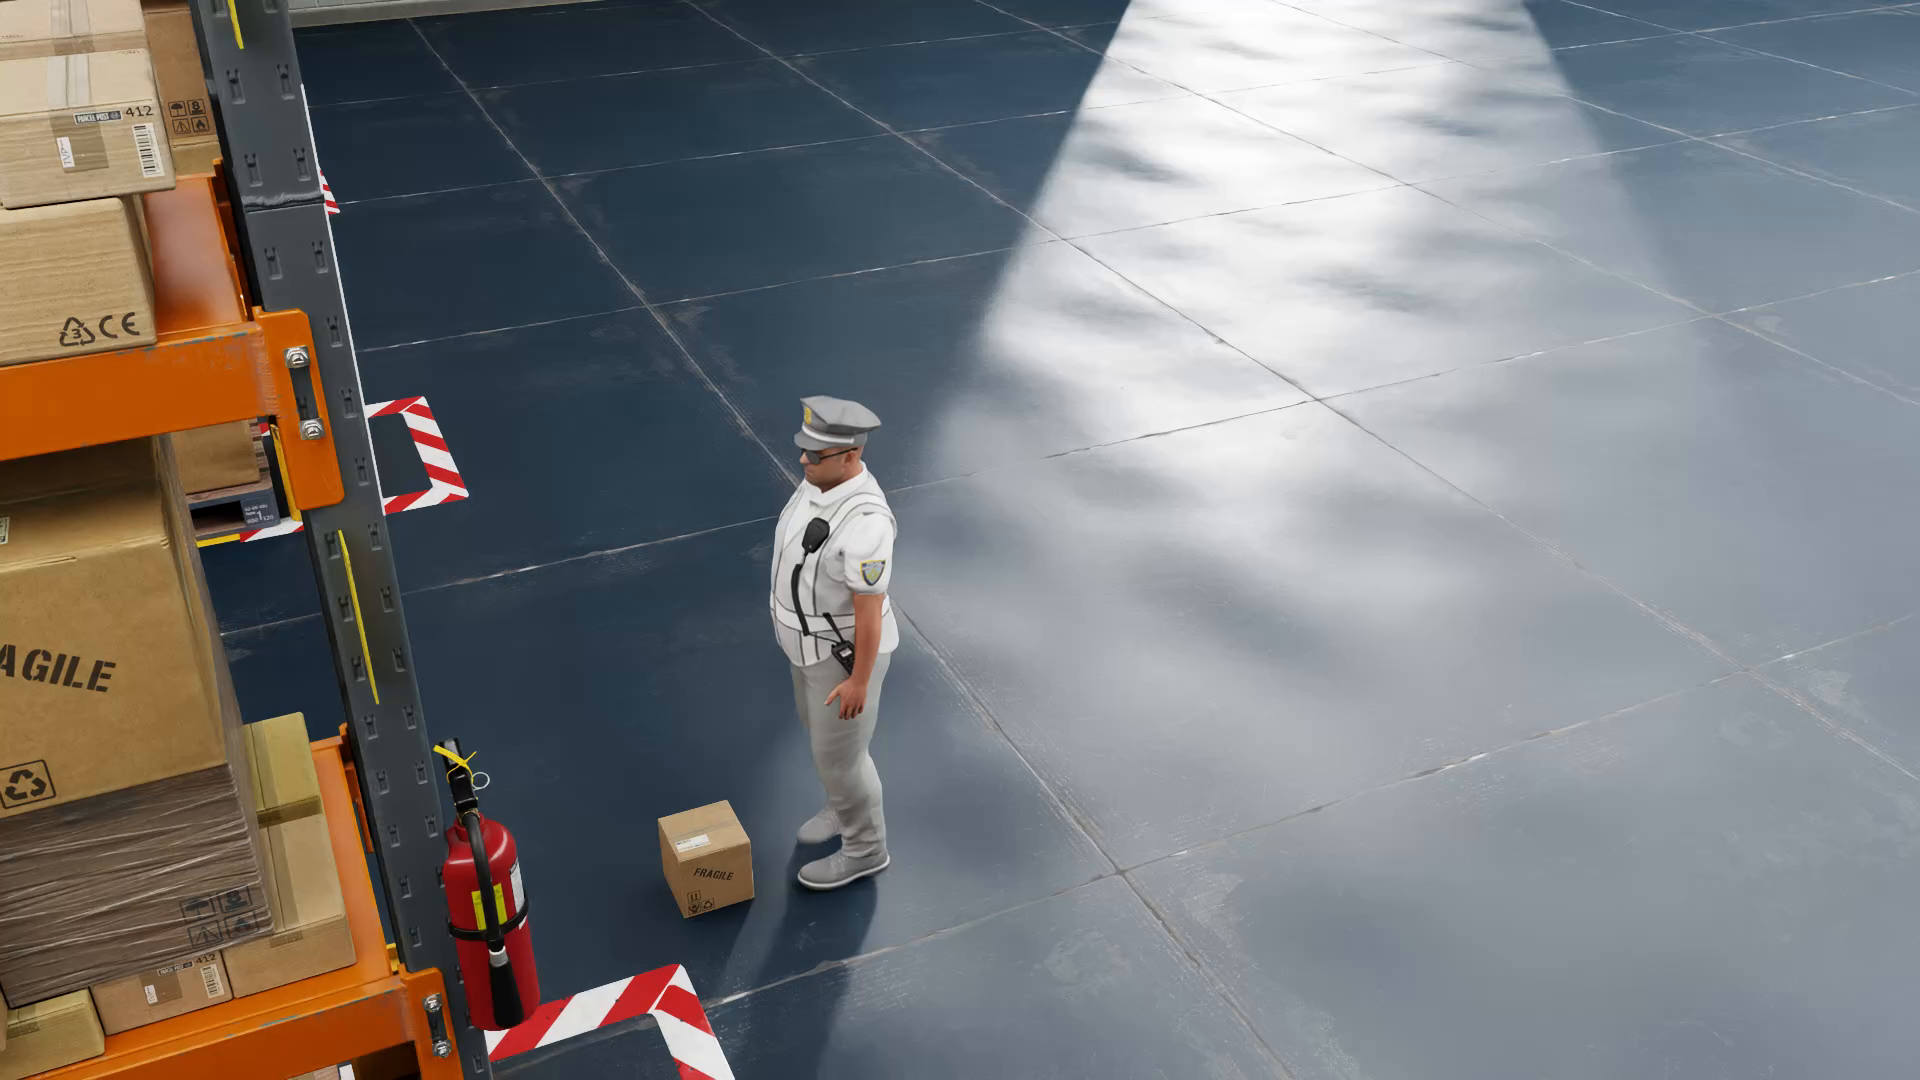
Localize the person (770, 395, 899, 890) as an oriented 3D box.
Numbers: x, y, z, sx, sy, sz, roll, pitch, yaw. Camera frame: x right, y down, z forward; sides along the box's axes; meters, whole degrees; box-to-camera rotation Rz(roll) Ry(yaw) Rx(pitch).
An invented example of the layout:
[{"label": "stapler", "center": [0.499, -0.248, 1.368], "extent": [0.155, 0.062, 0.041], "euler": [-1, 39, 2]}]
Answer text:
[{"label": "person", "center": [-0.419, 0.352, 5.504], "extent": [0.400, 1.785, 0.528], "euler": [-12, 31, -20]}]
